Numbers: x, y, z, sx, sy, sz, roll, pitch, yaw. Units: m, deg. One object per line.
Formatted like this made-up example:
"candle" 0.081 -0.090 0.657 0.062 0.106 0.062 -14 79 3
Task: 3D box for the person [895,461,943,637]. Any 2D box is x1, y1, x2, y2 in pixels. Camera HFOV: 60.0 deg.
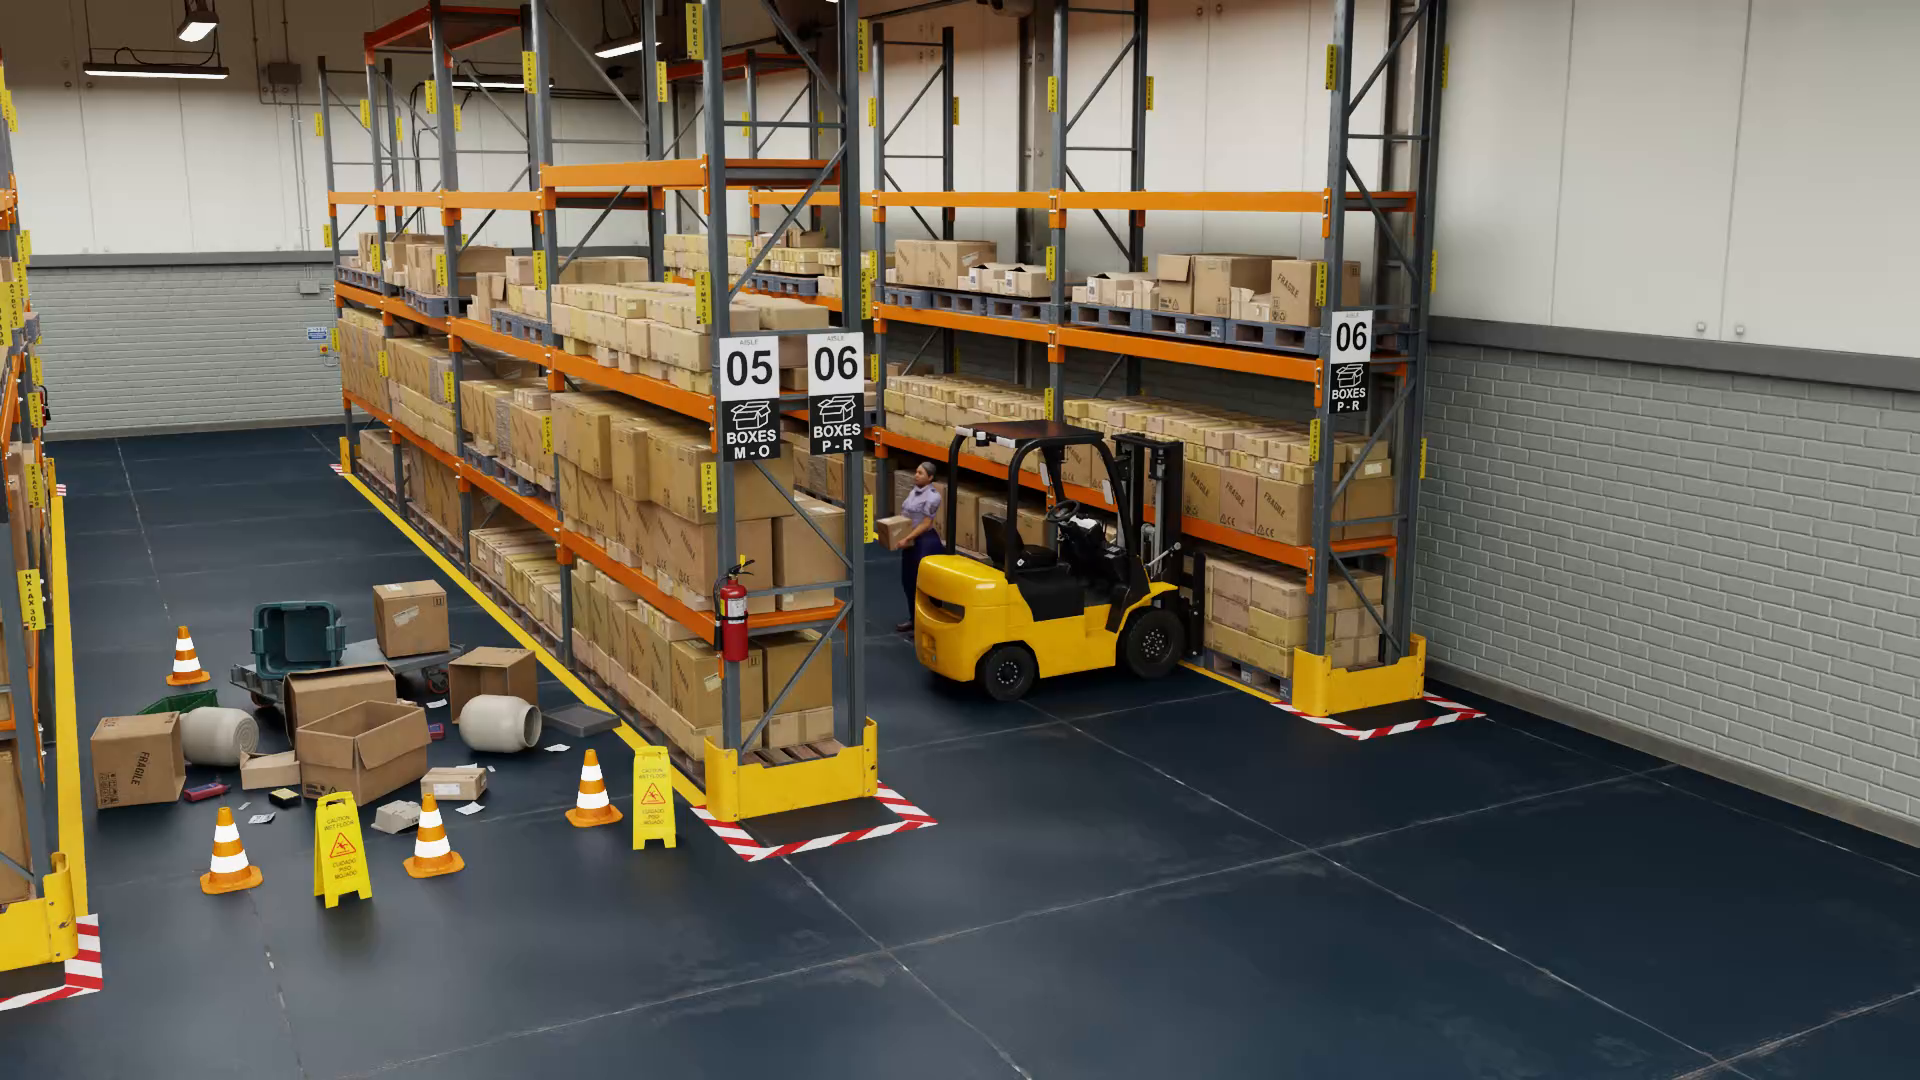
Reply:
"person" -0.439 0.082 15.613 0.514 1.638 0.454 -6 13 -28
